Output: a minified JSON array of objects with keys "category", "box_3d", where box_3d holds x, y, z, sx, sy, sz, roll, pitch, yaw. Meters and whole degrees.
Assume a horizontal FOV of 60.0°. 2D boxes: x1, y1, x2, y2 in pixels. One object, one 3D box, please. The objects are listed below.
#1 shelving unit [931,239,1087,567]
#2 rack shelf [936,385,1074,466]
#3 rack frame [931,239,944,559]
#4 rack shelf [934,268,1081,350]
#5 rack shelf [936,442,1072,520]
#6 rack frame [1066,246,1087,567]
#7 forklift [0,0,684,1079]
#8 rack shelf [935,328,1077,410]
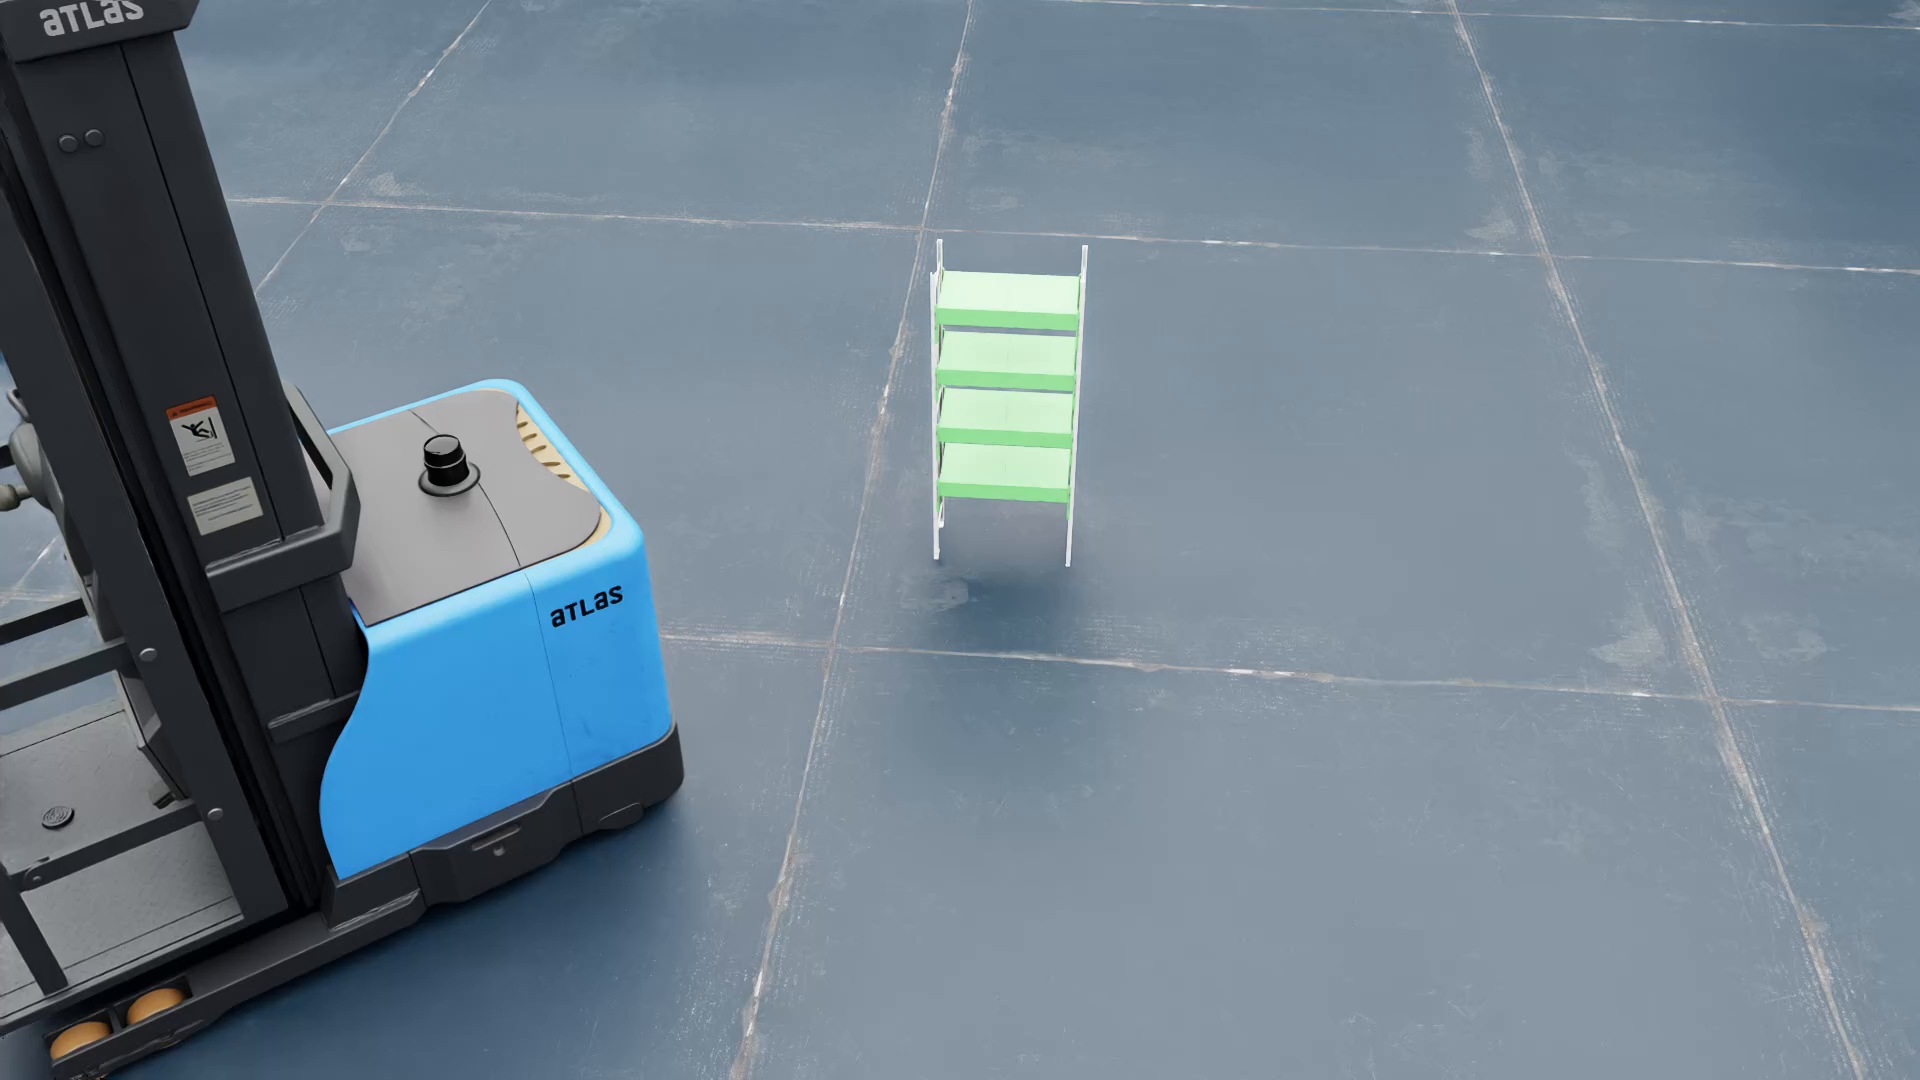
[{"category":"shelving unit","box_3d":[0.165,-0.456,5.860,0.503,1.200,0.258,3,39,4]},{"category":"rack shelf","box_3d":[0.165,-0.407,5.900,0.480,0.148,0.258,3,39,4]},{"category":"rack frame","box_3d":[-0.078,-0.470,5.876,0.015,1.200,0.240,3,39,4]},{"category":"rack shelf","box_3d":[0.165,-0.779,5.597,0.480,0.148,0.258,3,39,4]},{"category":"rack shelf","box_3d":[0.165,-0.221,6.052,0.480,0.148,0.258,3,39,4]},{"category":"rack frame","box_3d":[0.408,-0.443,5.844,0.015,1.200,0.240,3,39,4]},{"category":"forklift","box_3d":[-2.377,-0.063,4.006,3.031,2.935,1.130,-23,44,-25]},{"category":"rack shelf","box_3d":[0.165,-0.593,5.749,0.480,0.148,0.258,3,39,4]}]
